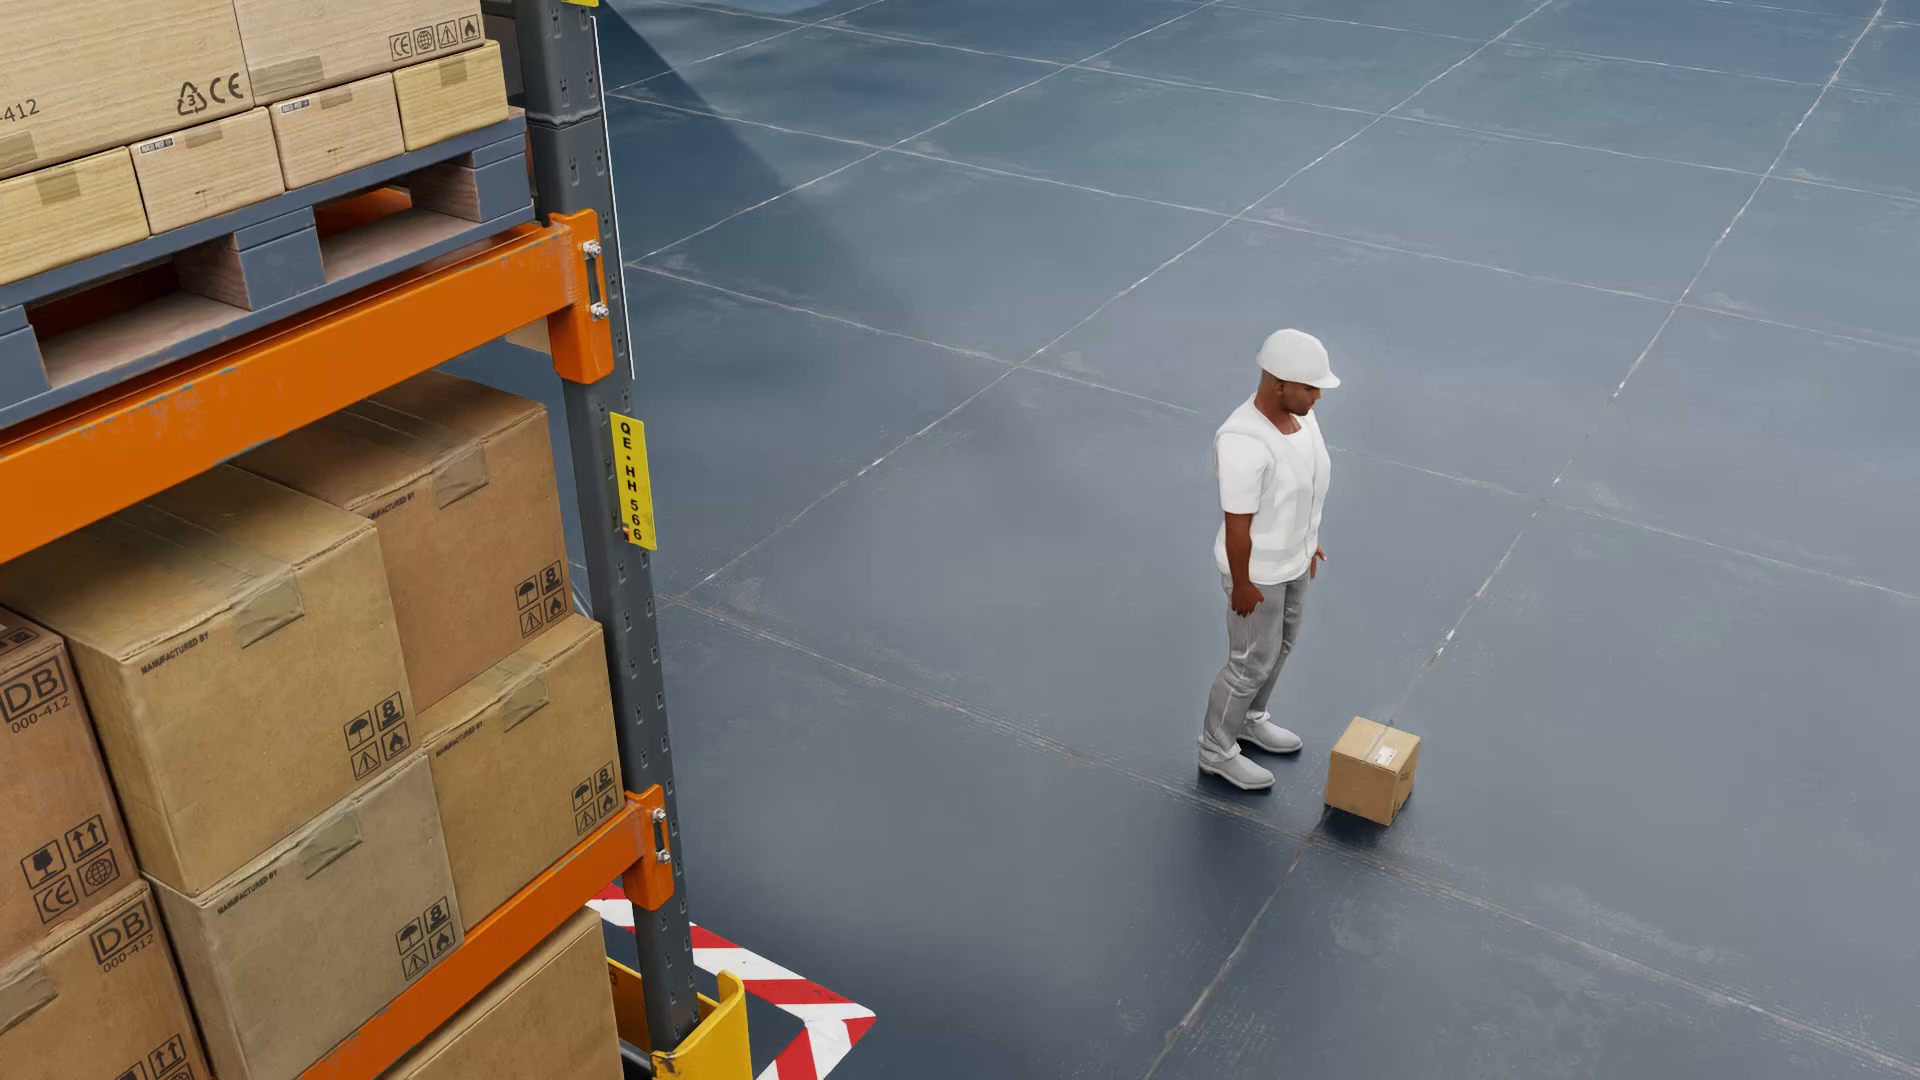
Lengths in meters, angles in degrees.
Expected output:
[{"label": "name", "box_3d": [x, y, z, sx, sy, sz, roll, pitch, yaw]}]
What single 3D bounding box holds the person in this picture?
[{"label": "person", "box_3d": [1.111, 0.062, 6.003, 0.364, 1.762, 0.566, 18, 35, 28]}]
